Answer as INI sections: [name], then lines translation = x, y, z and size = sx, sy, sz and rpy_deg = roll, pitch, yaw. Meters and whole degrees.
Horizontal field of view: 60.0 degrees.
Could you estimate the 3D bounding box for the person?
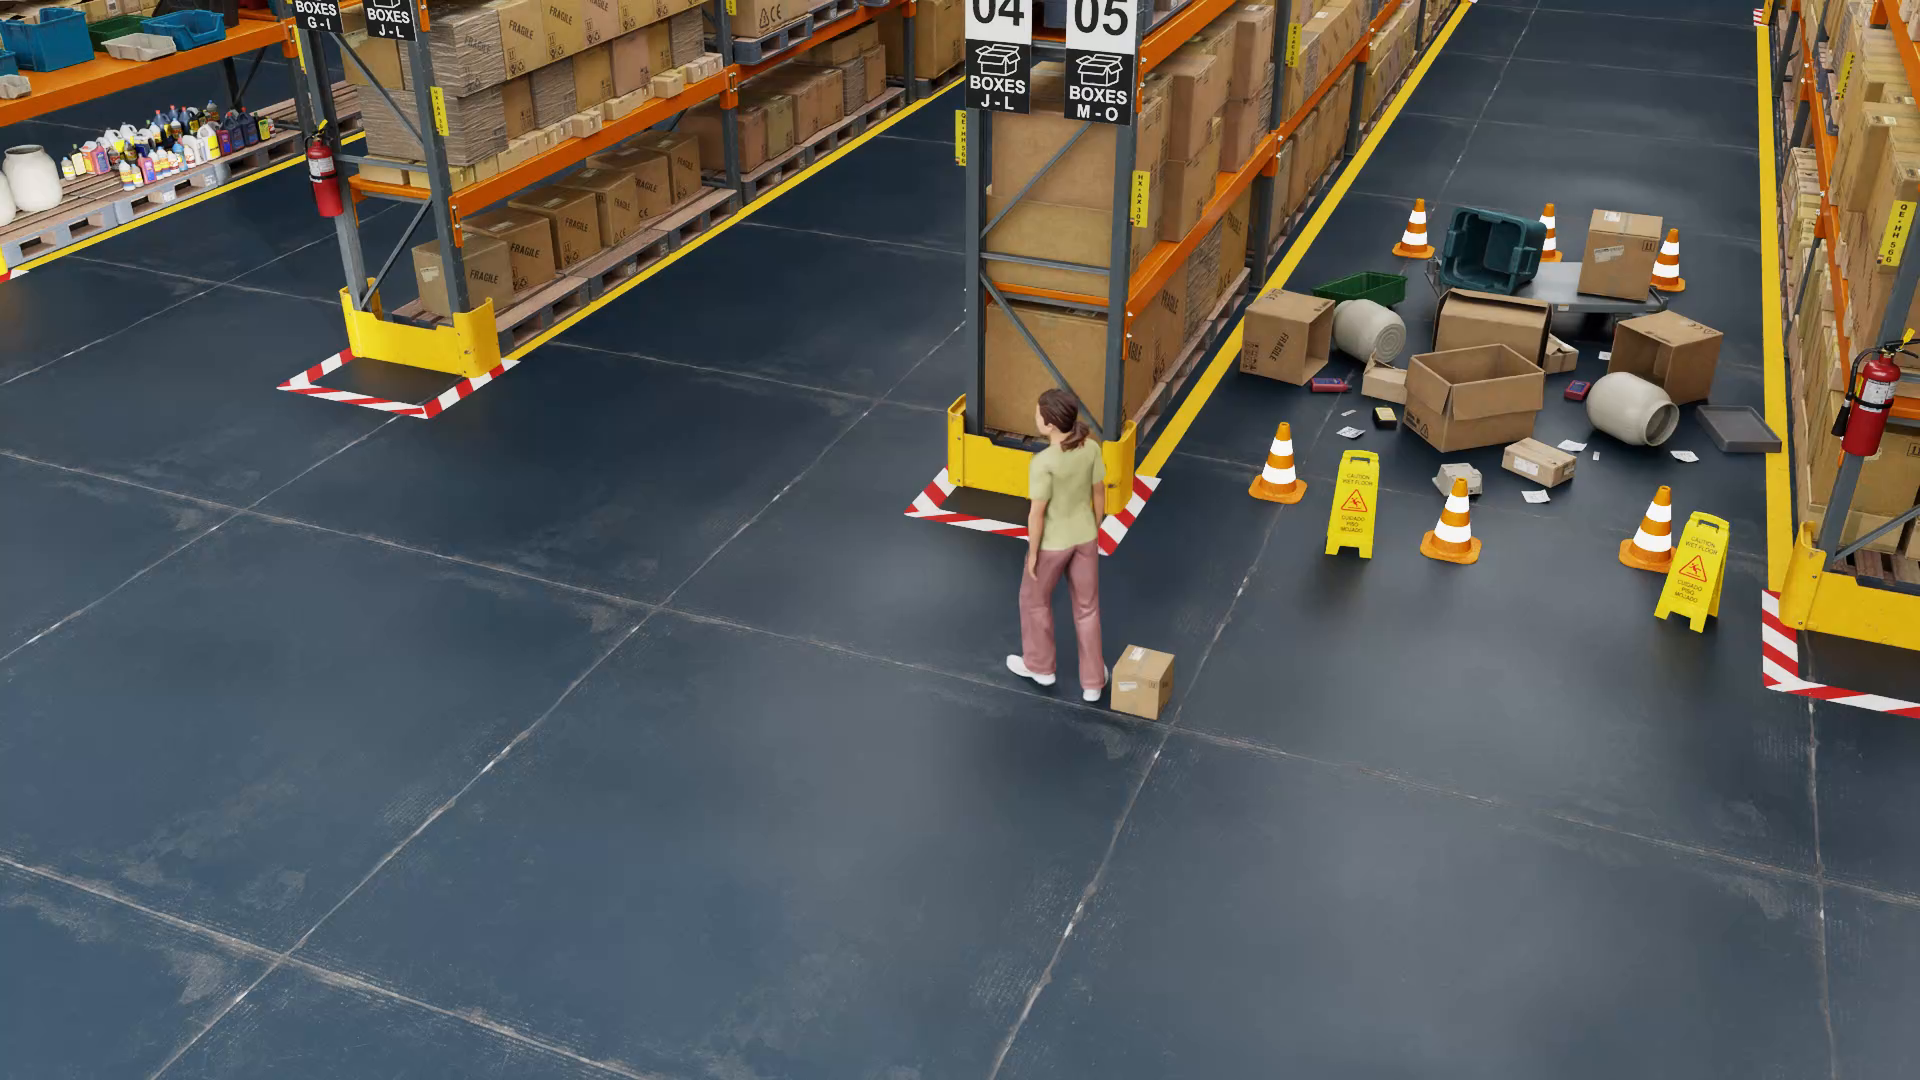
[person]
translation = 0.527, 0.026, 8.354
size = 0.481, 1.665, 0.565
rpy_deg = -15, 33, -24
